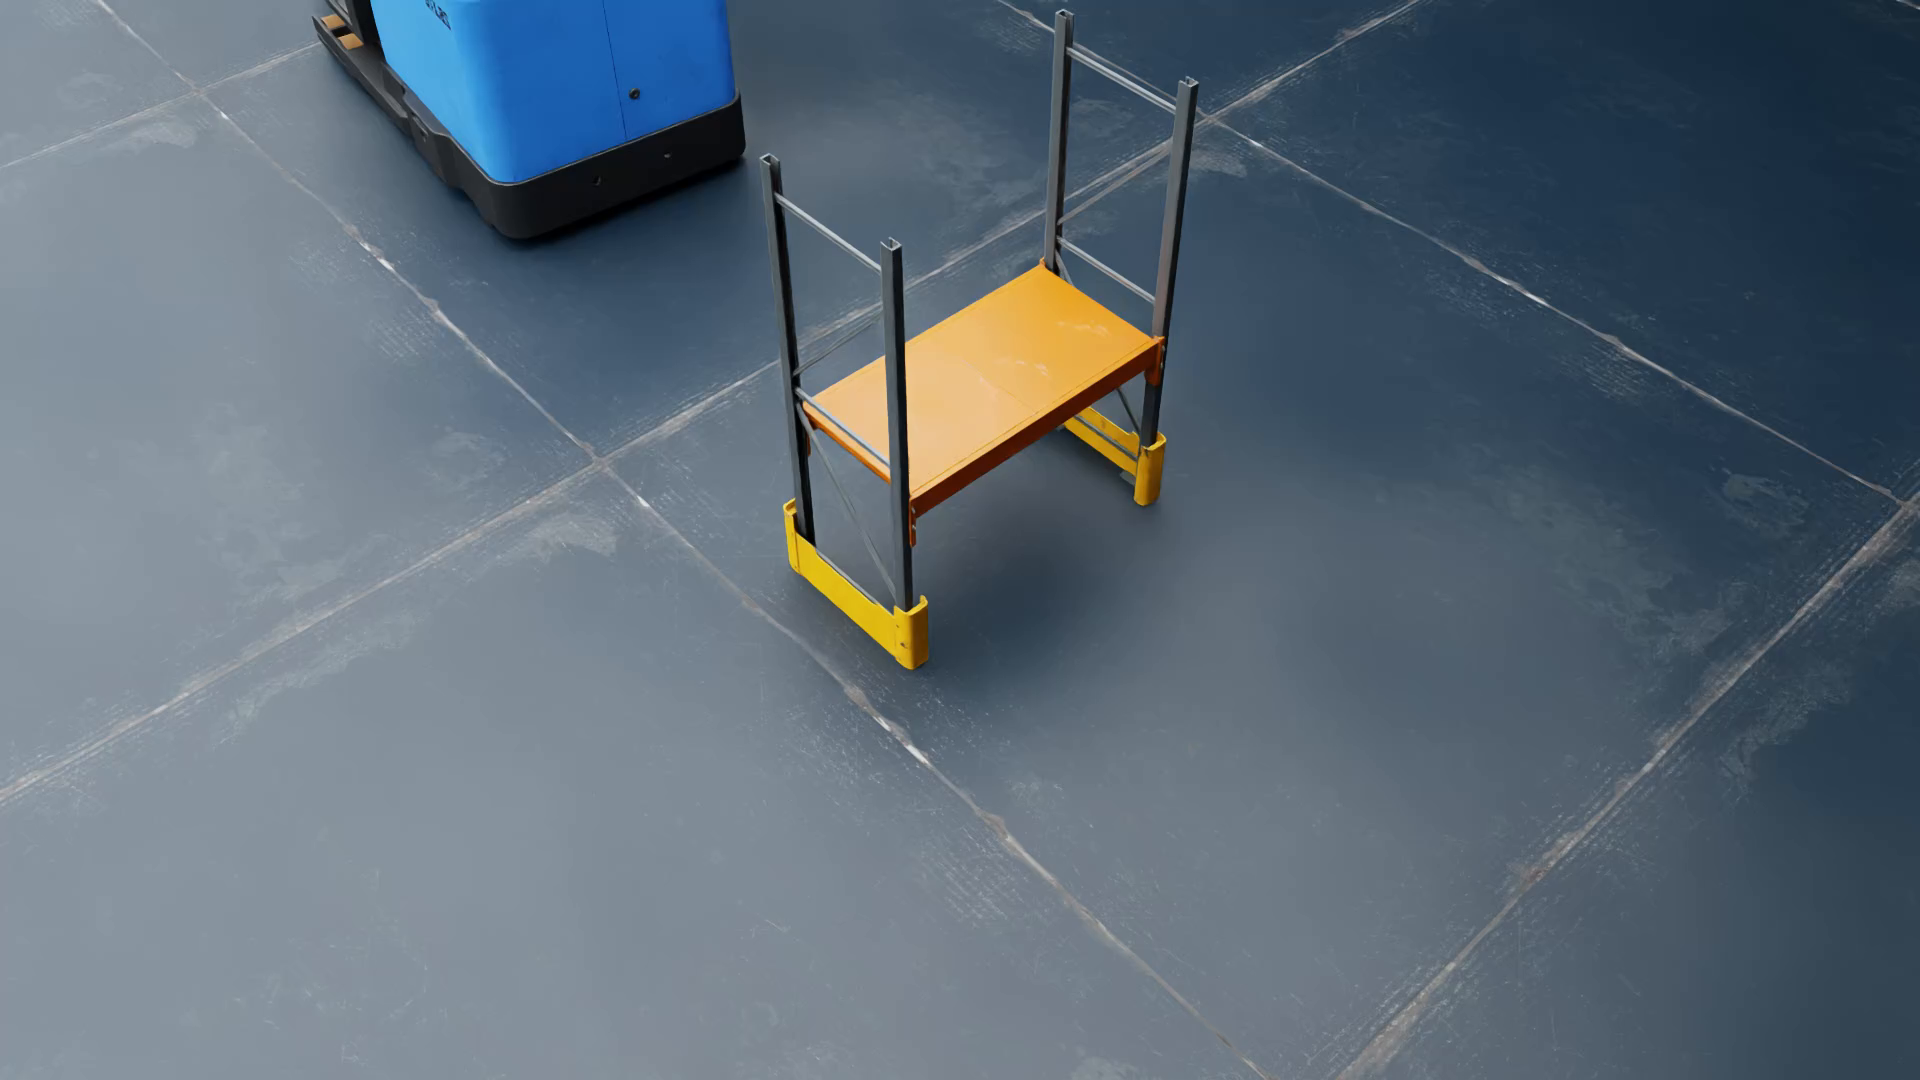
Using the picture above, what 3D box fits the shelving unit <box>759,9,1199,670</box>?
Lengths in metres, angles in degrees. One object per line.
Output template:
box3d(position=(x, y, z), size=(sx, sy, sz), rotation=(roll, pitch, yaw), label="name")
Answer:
box3d(position=(0.056, -0.546, 4.734), size=(1.083, 1.500, 0.587), rotation=(-34, 56, -27), label="shelving unit")

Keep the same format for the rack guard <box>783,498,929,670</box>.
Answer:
box3d(position=(-0.312, 0.124, 4.966), size=(0.087, 0.250, 0.587), rotation=(-34, 56, -27), label="rack guard")

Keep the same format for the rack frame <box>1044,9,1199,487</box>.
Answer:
box3d(position=(0.439, -0.802, 4.970), size=(0.032, 1.500, 0.500), rotation=(-34, 56, -27), label="rack frame")

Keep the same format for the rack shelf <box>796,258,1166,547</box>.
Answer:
box3d(position=(0.063, -0.429, 4.870), size=(1.000, 0.185, 0.538), rotation=(-34, 56, -27), label="rack shelf")

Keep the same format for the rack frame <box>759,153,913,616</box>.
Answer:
box3d(position=(-0.313, -0.299, 4.506), size=(0.032, 1.500, 0.500), rotation=(-34, 56, -27), label="rack frame")

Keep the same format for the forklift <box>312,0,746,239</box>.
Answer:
box3d(position=(-2.115, -3.163, 6.174), size=(1.130, 2.935, 3.031), rotation=(-28, 53, -23), label="forklift")

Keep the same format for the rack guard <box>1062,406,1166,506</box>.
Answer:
box3d(position=(0.425, -0.369, 5.420), size=(0.087, 0.250, 0.587), rotation=(-34, 56, -27), label="rack guard")
